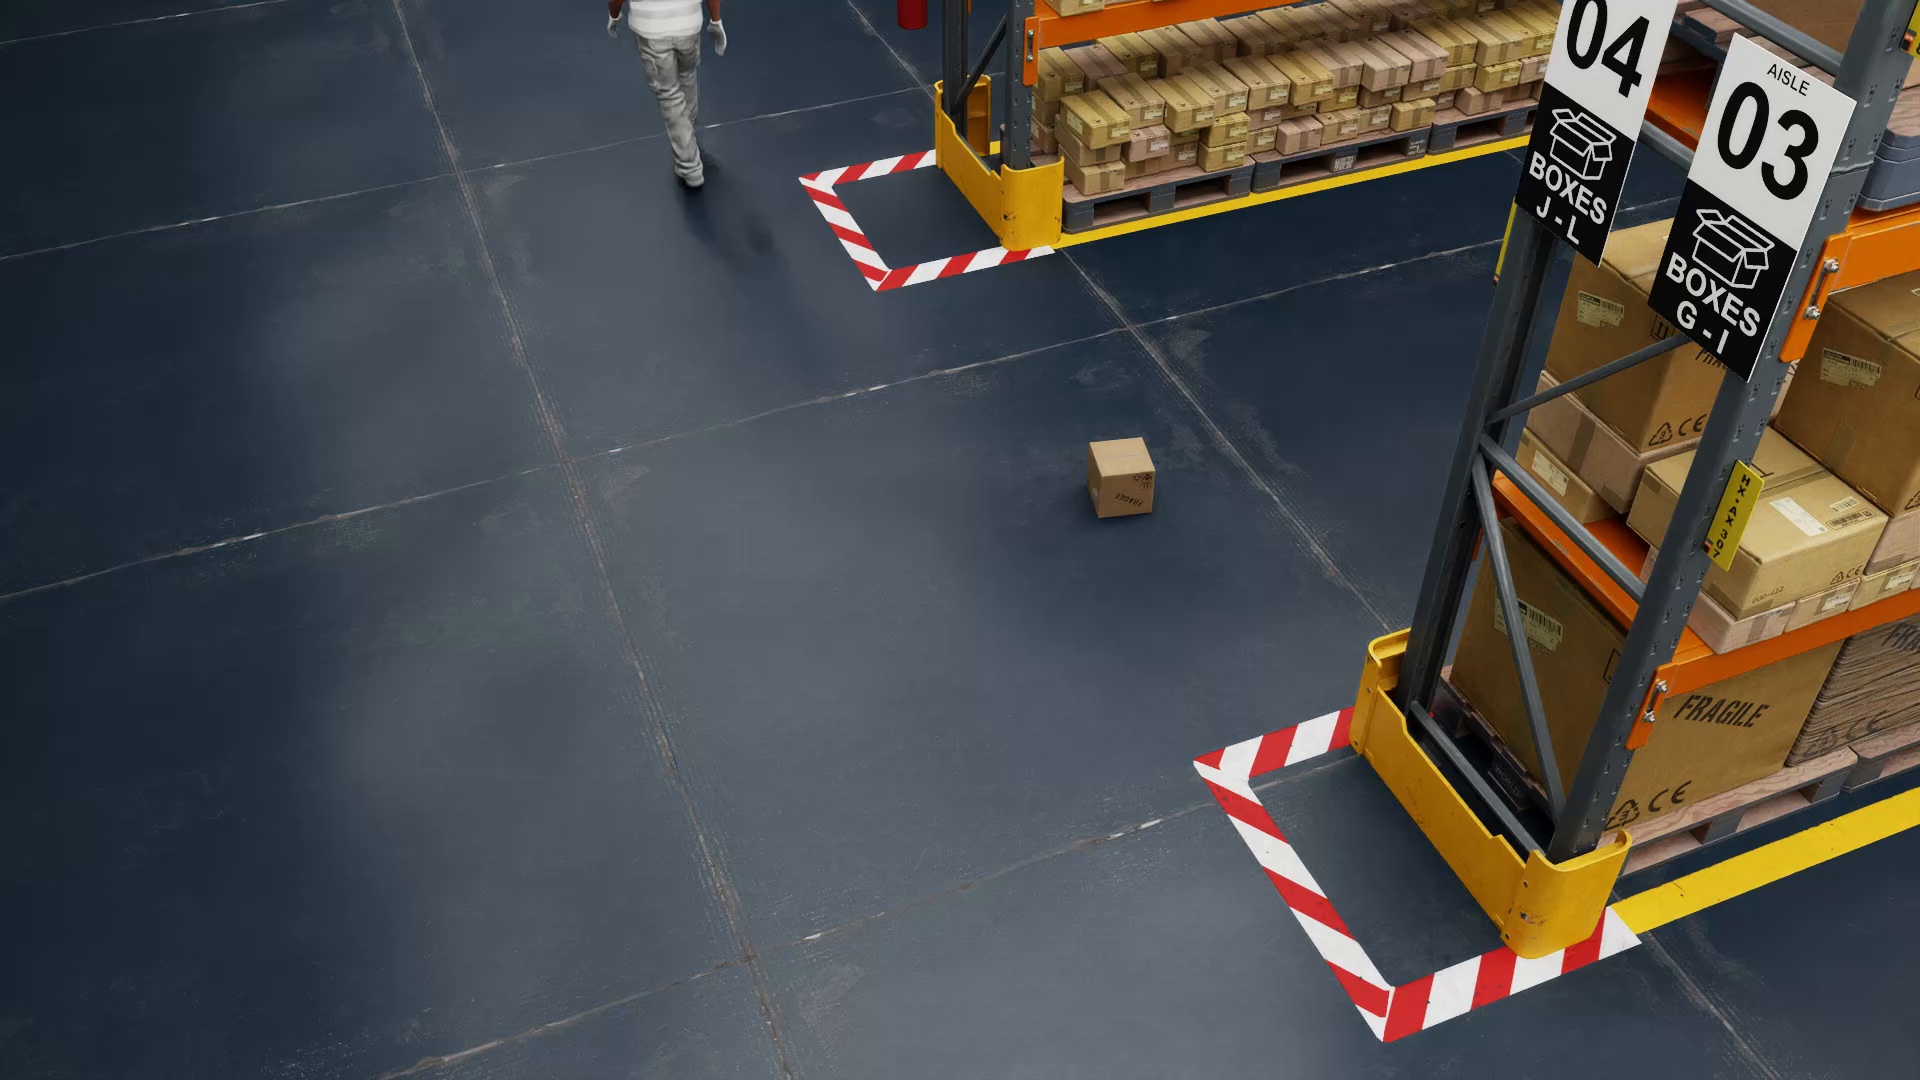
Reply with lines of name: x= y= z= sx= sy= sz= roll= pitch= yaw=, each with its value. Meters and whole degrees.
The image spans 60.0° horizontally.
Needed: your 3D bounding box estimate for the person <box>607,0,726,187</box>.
person: x=-1.713 y=-2.988 z=9.516 sx=0.601 sy=1.758 sz=0.905 roll=-18 pitch=45 yaw=-20
